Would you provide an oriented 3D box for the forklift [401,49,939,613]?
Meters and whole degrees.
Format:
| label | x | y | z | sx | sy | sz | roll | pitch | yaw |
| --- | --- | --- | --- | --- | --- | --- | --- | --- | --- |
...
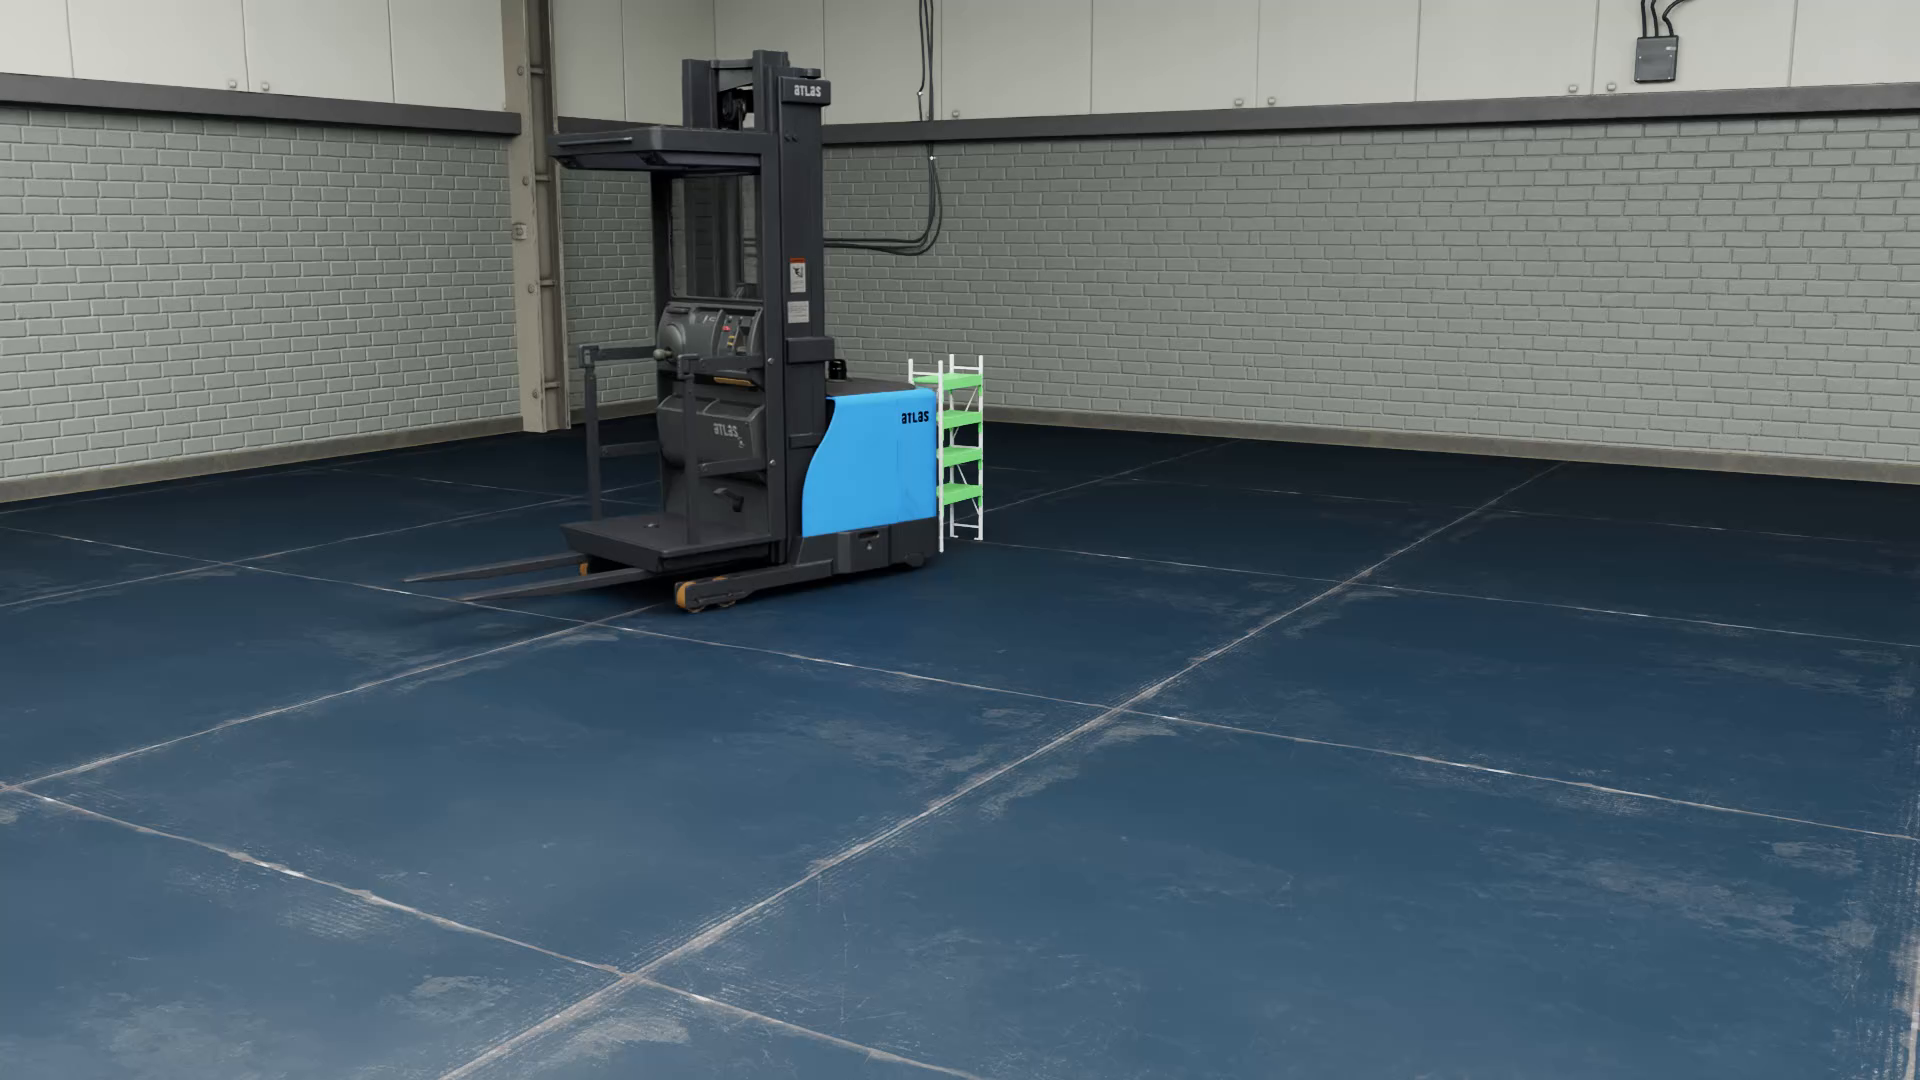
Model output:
| label | x | y | z | sx | sy | sz | roll | pitch | yaw |
| --- | --- | --- | --- | --- | --- | --- | --- | --- | --- |
| forklift | -1.549 | -1.163 | 9.114 | 3.031 | 2.935 | 1.130 | -10 | 14 | -42 |

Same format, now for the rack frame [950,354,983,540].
| label | x | y | z | sx | sy | sz | roll | pitch | yaw |
| --- | --- | --- | --- | --- | --- | --- | --- | --- | --- |
| rack frame | 0.041 | -0.602 | 10.824 | 0.240 | 1.200 | 0.015 | 6 | 12 | 31 |

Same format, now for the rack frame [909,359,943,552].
| label | x | y | z | sx | sy | sz | roll | pitch | yaw |
| --- | --- | --- | --- | --- | --- | --- | --- | --- | --- |
| rack frame | -0.213 | -0.525 | 10.414 | 0.240 | 1.200 | 0.015 | 6 | 12 | 31 |

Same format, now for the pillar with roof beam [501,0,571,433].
| label | x | y | z | sx | sy | sz | roll | pitch | yaw |
| --- | --- | --- | --- | --- | --- | --- | --- | --- | --- |
| pillar with roof beam | -0.508 | -5.130 | 13.815 | 9.100 | 9.000 | 0.400 | 6 | 12 | 31 |

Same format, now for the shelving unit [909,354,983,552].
| label | x | y | z | sx | sy | sz | roll | pitch | yaw |
| --- | --- | --- | --- | --- | --- | --- | --- | --- | --- |
| shelving unit | -0.086 | -0.564 | 10.619 | 0.258 | 1.200 | 0.503 | 6 | 12 | 31 |

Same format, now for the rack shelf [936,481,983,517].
| label | x | y | z | sx | sy | sz | roll | pitch | yaw |
| --- | --- | --- | --- | --- | --- | --- | --- | --- | --- |
| rack shelf | -0.086 | -0.265 | 10.675 | 0.258 | 0.148 | 0.480 | 6 | 12 | 31 |

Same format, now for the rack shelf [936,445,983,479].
| label | x | y | z | sx | sy | sz | roll | pitch | yaw |
| --- | --- | --- | --- | --- | --- | --- | --- | --- | --- |
| rack shelf | -0.086 | -0.501 | 10.631 | 0.258 | 0.148 | 0.480 | 6 | 12 | 31 |

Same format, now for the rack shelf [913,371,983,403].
| label | x | y | z | sx | sy | sz | roll | pitch | yaw |
| --- | --- | --- | --- | --- | --- | --- | --- | --- | --- |
| rack shelf | -0.086 | -0.973 | 10.543 | 0.258 | 0.148 | 0.480 | 6 | 12 | 31 |

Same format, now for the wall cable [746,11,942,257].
| label | x | y | z | sx | sy | sz | roll | pitch | yaw |
| --- | --- | --- | --- | --- | --- | --- | --- | --- | --- |
| wall cable | -1.528 | -4.352 | 18.097 | 3.097 | 2.526 | 0.112 | 6 | 12 | 31 |

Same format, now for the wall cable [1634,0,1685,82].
| label | x | y | z | sx | sy | sz | roll | pitch | yaw |
| --- | --- | --- | --- | --- | --- | --- | --- | --- | --- |
| wall cable | 6.578 | -6.640 | 12.641 | 2.305 | 6.003 | 0.169 | 6 | 12 | 31 |

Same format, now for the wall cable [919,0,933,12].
| label | x | y | z | sx | sy | sz | roll | pitch | yaw |
| --- | --- | --- | --- | --- | --- | --- | --- | --- | --- |
| wall cable | 0.784 | -6.576 | 16.252 | 3.097 | 2.526 | 0.112 | 6 | 12 | 31 |

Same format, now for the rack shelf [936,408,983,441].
| label | x | y | z | sx | sy | sz | roll | pitch | yaw |
| --- | --- | --- | --- | --- | --- | --- | --- | --- | --- |
| rack shelf | -0.086 | -0.737 | 10.587 | 0.258 | 0.148 | 0.480 | 6 | 12 | 31 |
